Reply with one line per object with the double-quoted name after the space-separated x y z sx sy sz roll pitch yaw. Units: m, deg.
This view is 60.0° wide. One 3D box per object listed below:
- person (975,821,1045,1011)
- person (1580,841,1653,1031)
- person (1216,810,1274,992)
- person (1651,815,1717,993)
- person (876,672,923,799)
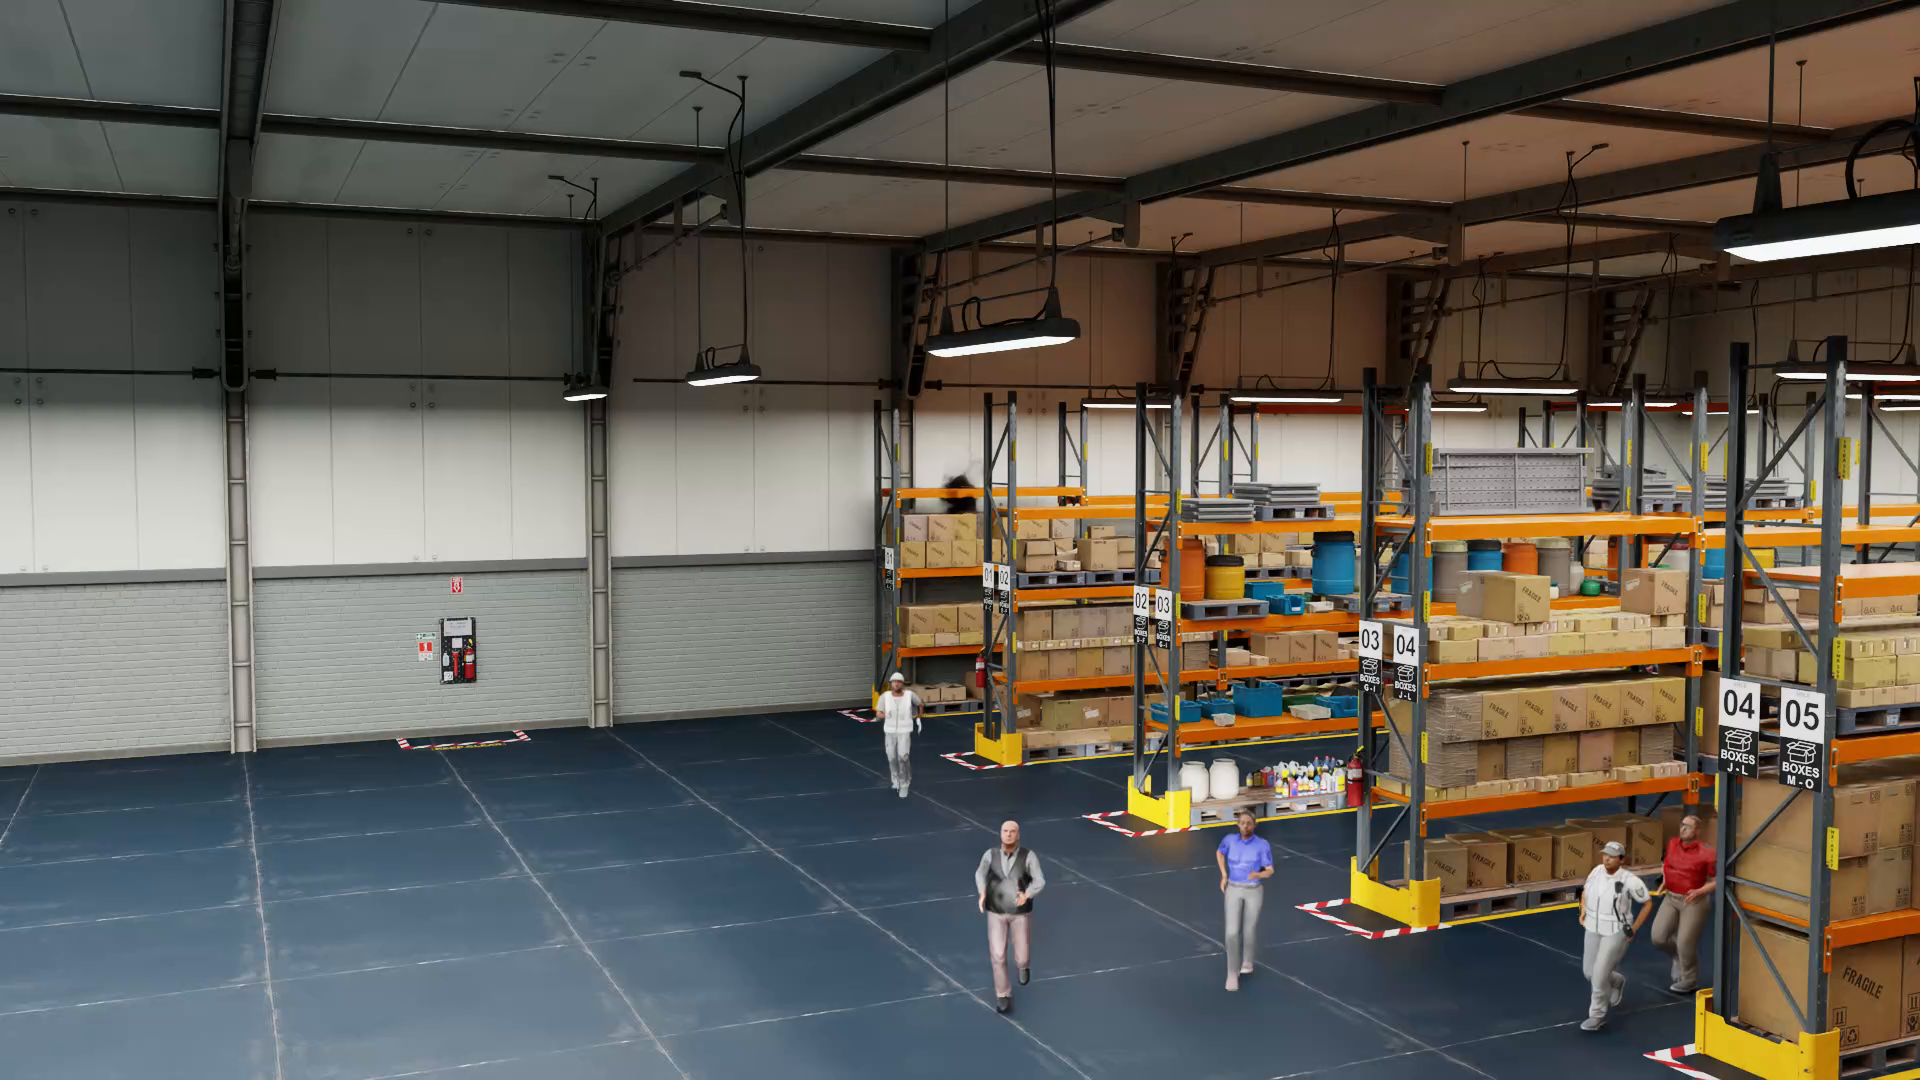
0.449 3.429 15.348 0.666 1.683 0.753 1 3 9 "person"
5.775 3.487 14.786 0.764 1.628 0.630 -2 4 -35 "person"
2.714 3.426 15.868 0.554 1.717 0.752 1 3 11 "person"
6.795 3.412 15.593 0.589 1.674 0.638 -2 4 -35 "person"
-0.905 2.857 24.382 0.652 1.837 0.758 0 3 8 "person"
